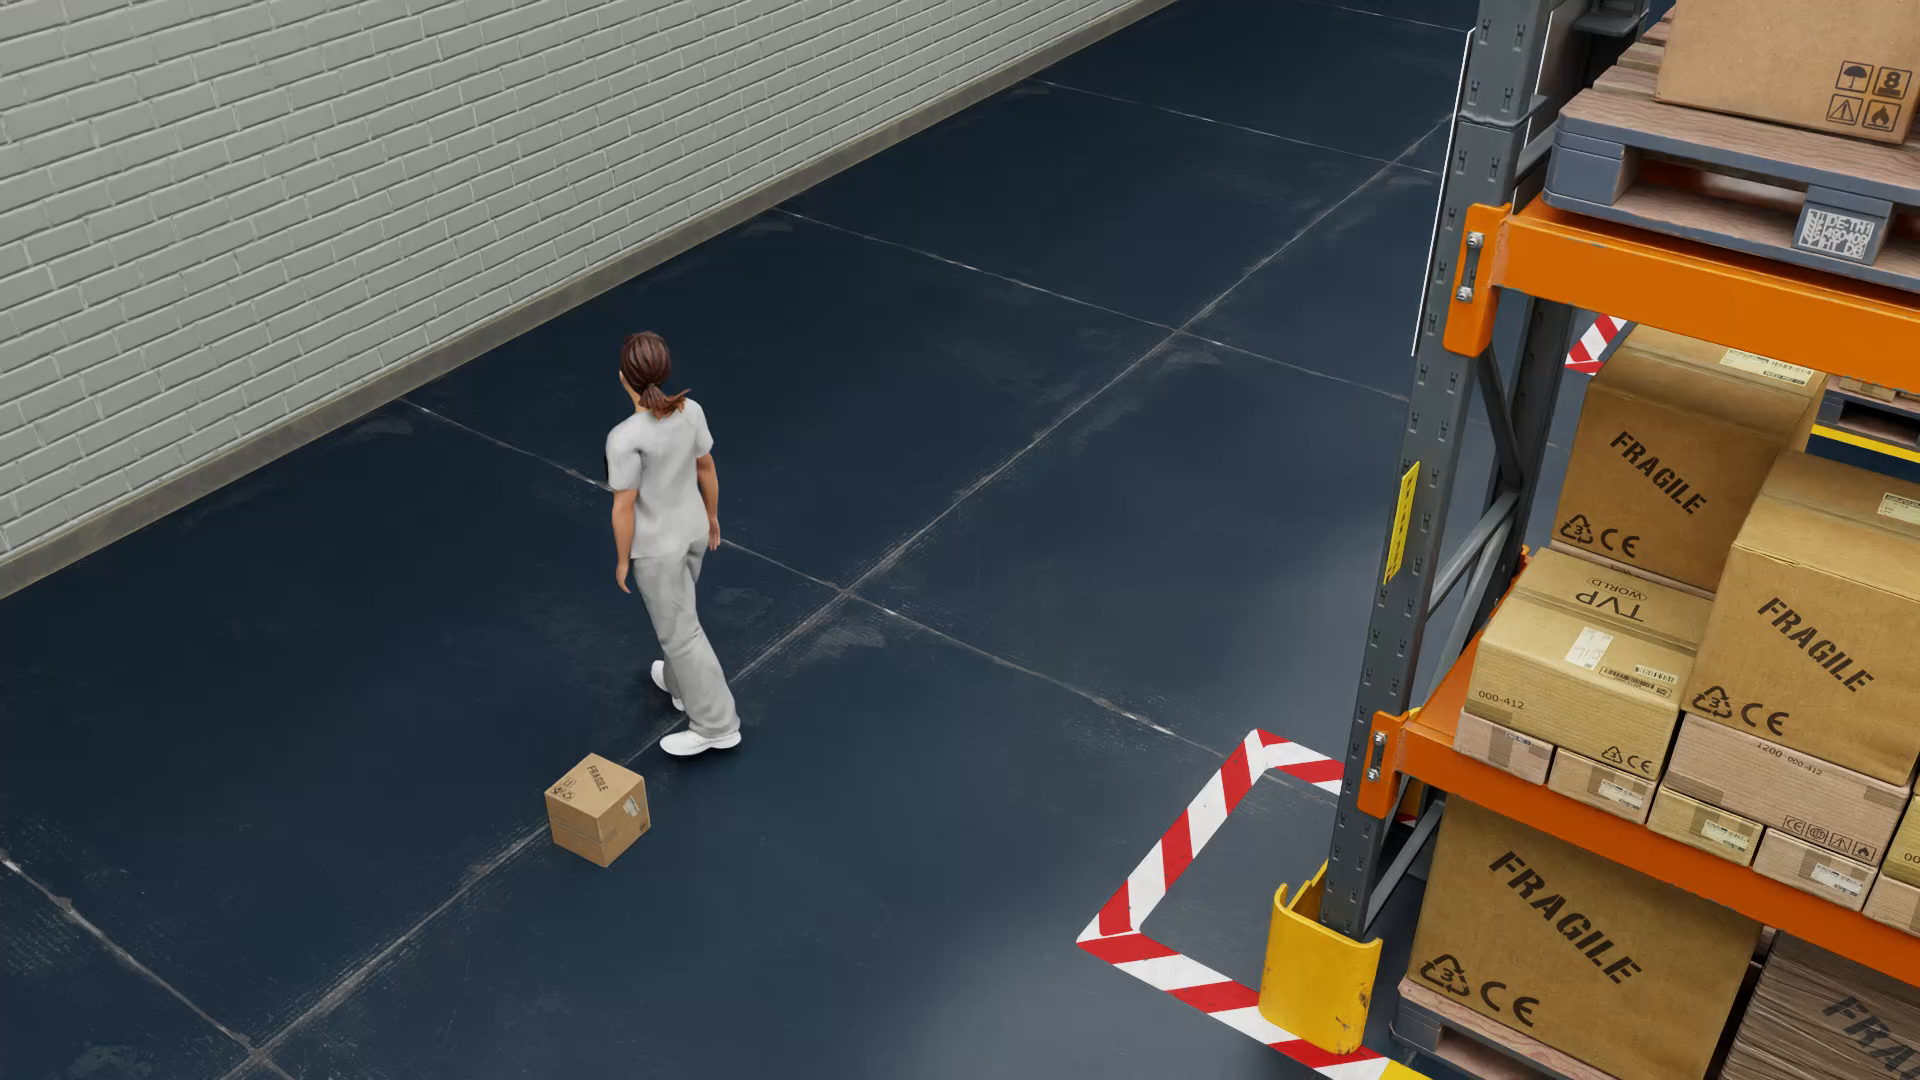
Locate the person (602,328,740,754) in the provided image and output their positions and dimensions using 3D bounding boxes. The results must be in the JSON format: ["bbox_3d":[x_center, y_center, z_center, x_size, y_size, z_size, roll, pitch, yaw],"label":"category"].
[{"bbox_3d":[-1.073,0.010,6.136,0.590,1.661,0.498,22,40,28],"label":"person"}]
